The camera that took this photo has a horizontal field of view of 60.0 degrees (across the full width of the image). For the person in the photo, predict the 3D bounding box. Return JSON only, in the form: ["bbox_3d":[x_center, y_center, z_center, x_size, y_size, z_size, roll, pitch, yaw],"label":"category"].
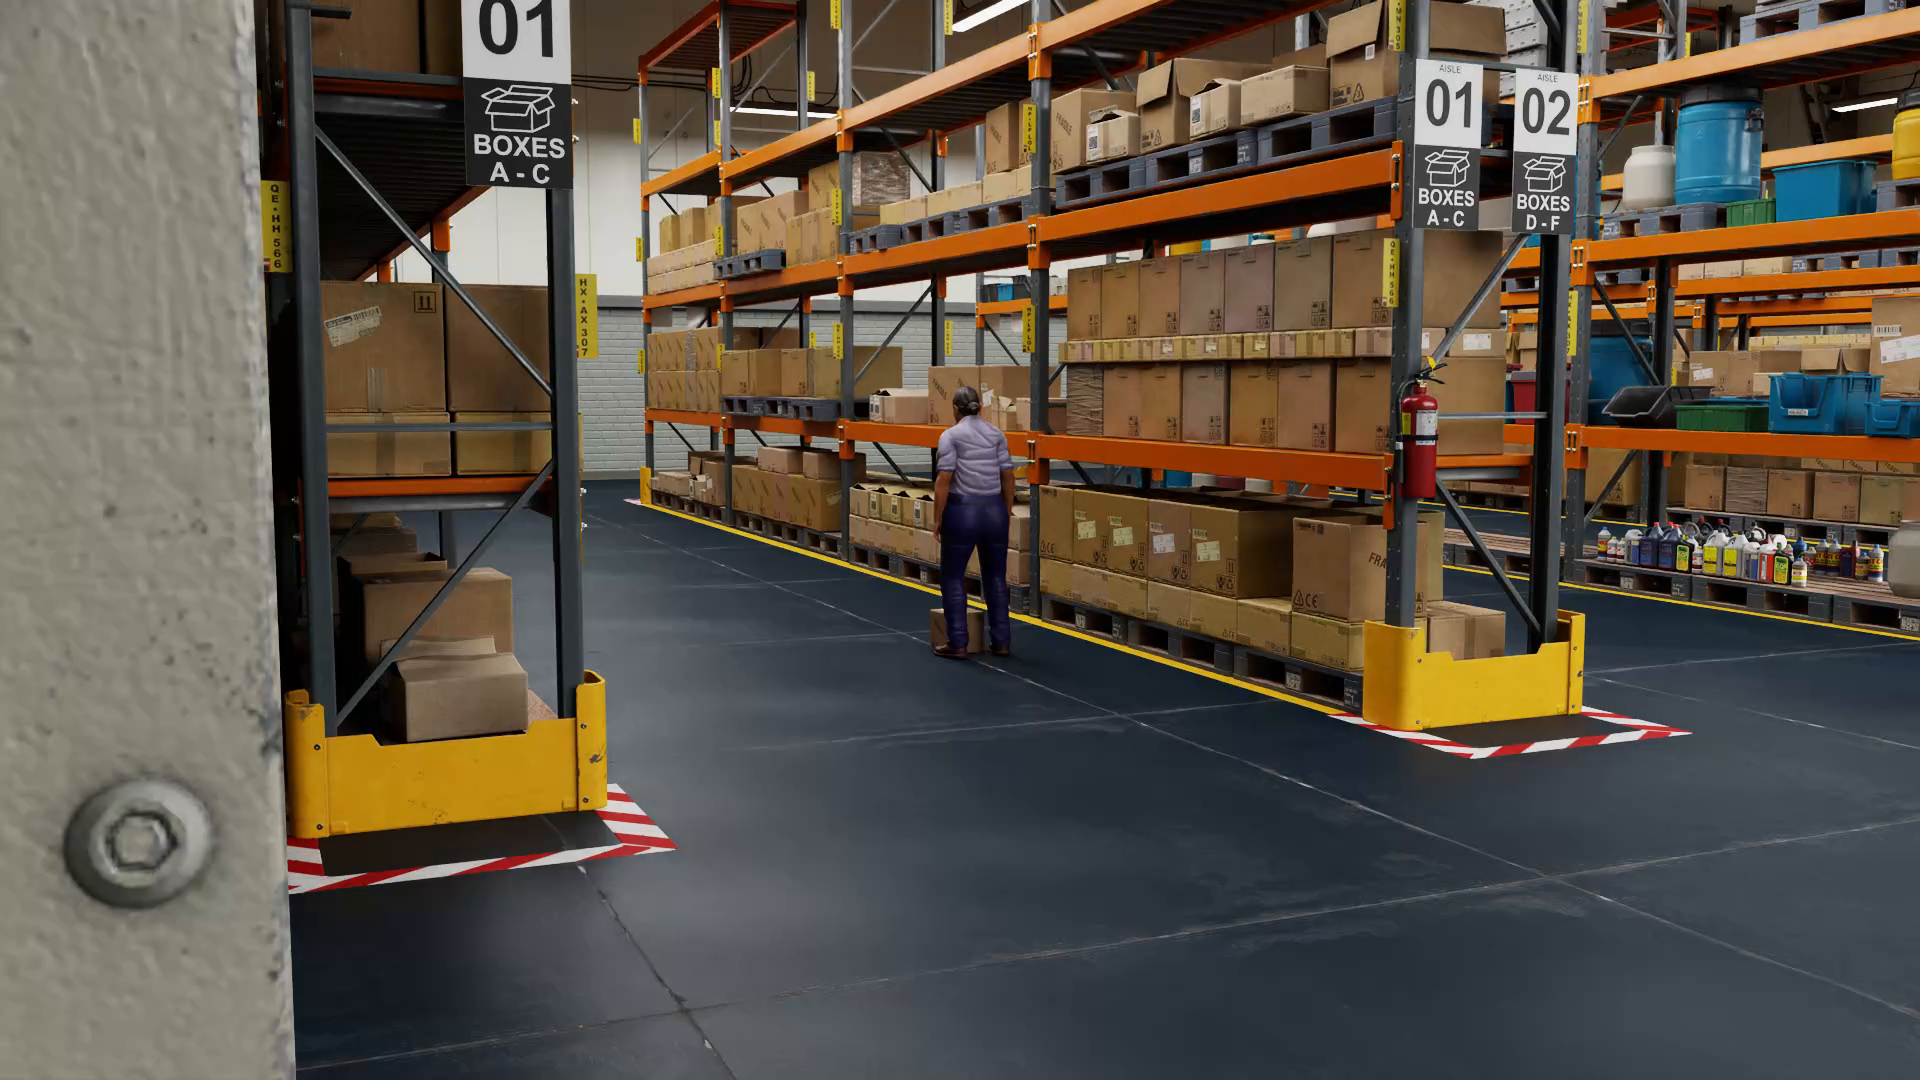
[{"bbox_3d":[0.086,-0.110,10.121,0.537,1.651,0.374,-2,6,-23],"label":"person"}]
